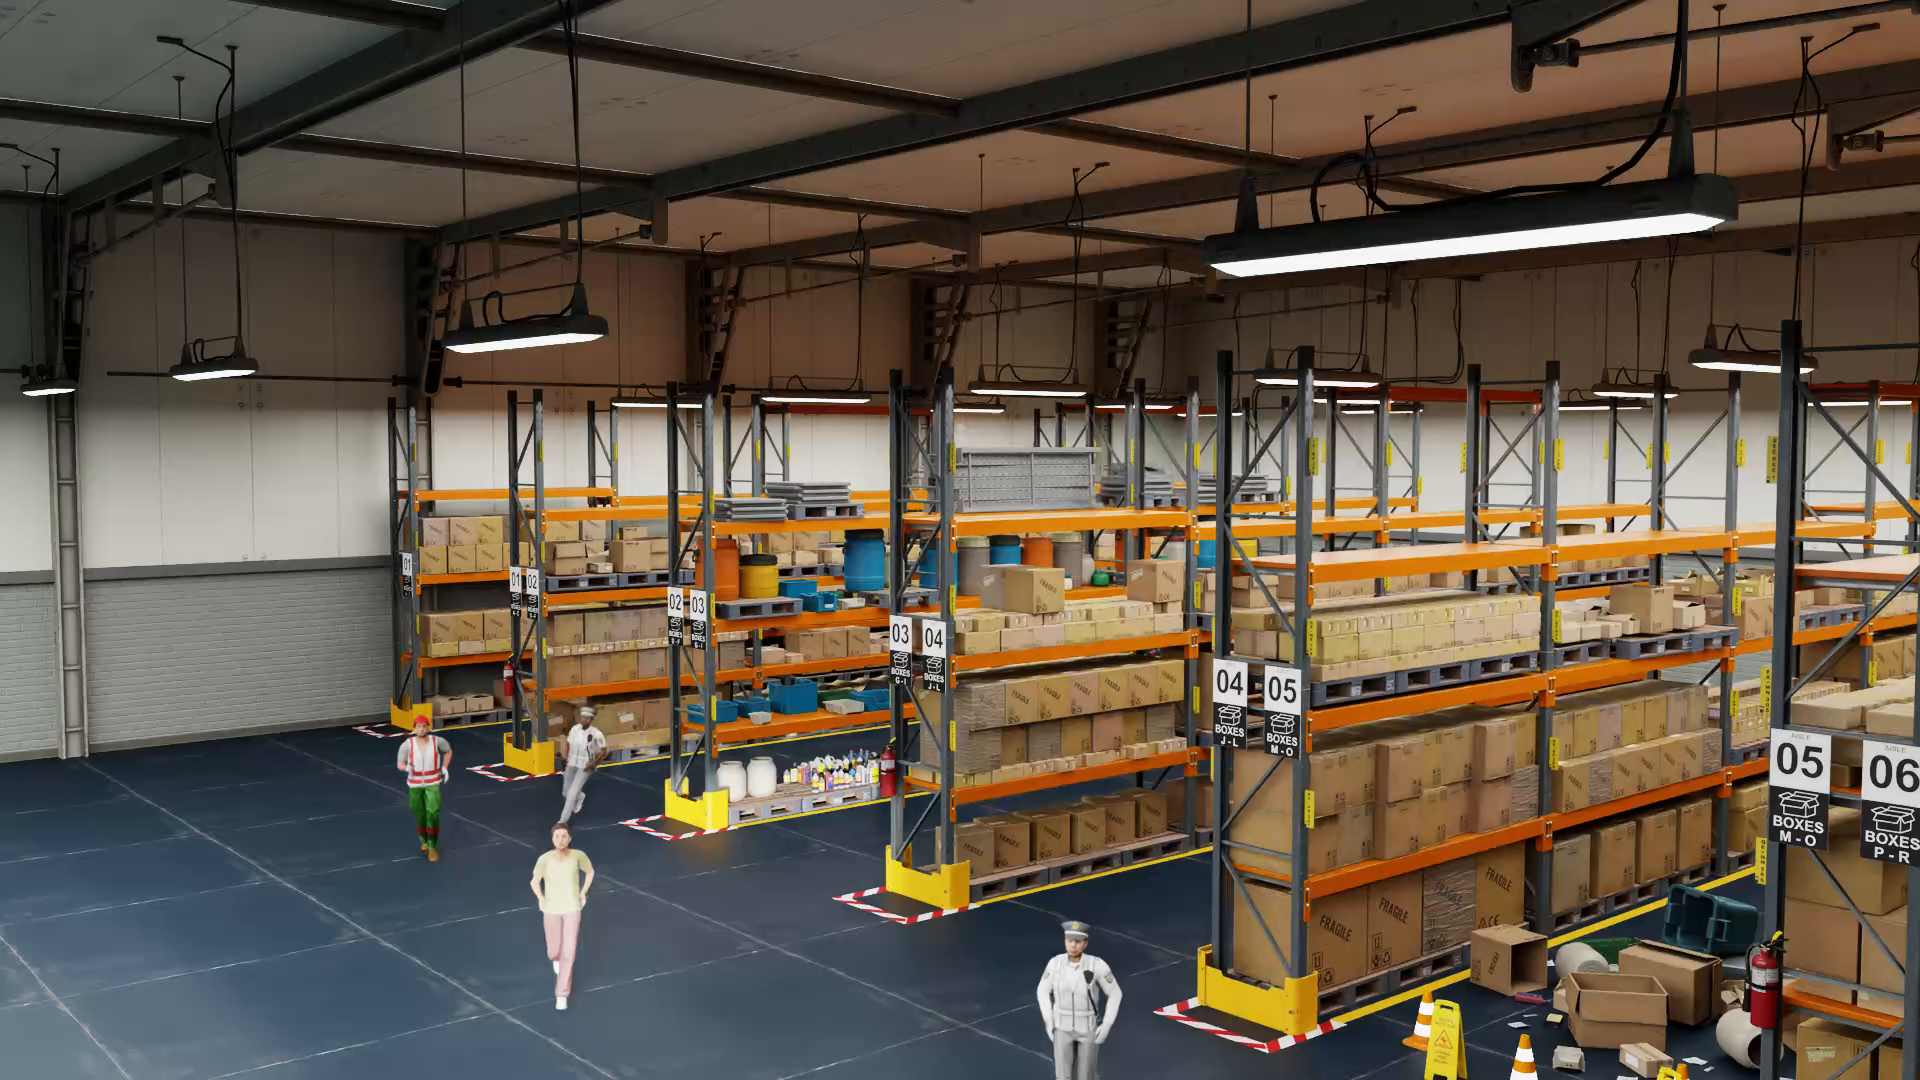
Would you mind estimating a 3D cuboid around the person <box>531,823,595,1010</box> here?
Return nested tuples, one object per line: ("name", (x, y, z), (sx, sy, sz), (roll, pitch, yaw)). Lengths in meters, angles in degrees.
("person", (-3.694, 3.449, 15.484), (0.579, 1.654, 0.791), (-1, 3, -12))

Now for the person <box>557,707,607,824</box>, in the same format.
("person", (-5.092, 3.047, 22.569), (0.638, 1.626, 0.718), (1, 3, 14))

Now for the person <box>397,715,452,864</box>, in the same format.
("person", (-6.635, 3.075, 20.596), (0.630, 1.836, 0.764), (-1, 3, -12))

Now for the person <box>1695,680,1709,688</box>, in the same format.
("person", (10.756, 2.904, 24.166), (0.839, 1.737, 0.711), (-3, 4, -39))

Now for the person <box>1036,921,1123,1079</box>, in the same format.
("person", (0.913, 3.619, 12.386), (0.595, 1.659, 0.609), (1, 3, 13))
